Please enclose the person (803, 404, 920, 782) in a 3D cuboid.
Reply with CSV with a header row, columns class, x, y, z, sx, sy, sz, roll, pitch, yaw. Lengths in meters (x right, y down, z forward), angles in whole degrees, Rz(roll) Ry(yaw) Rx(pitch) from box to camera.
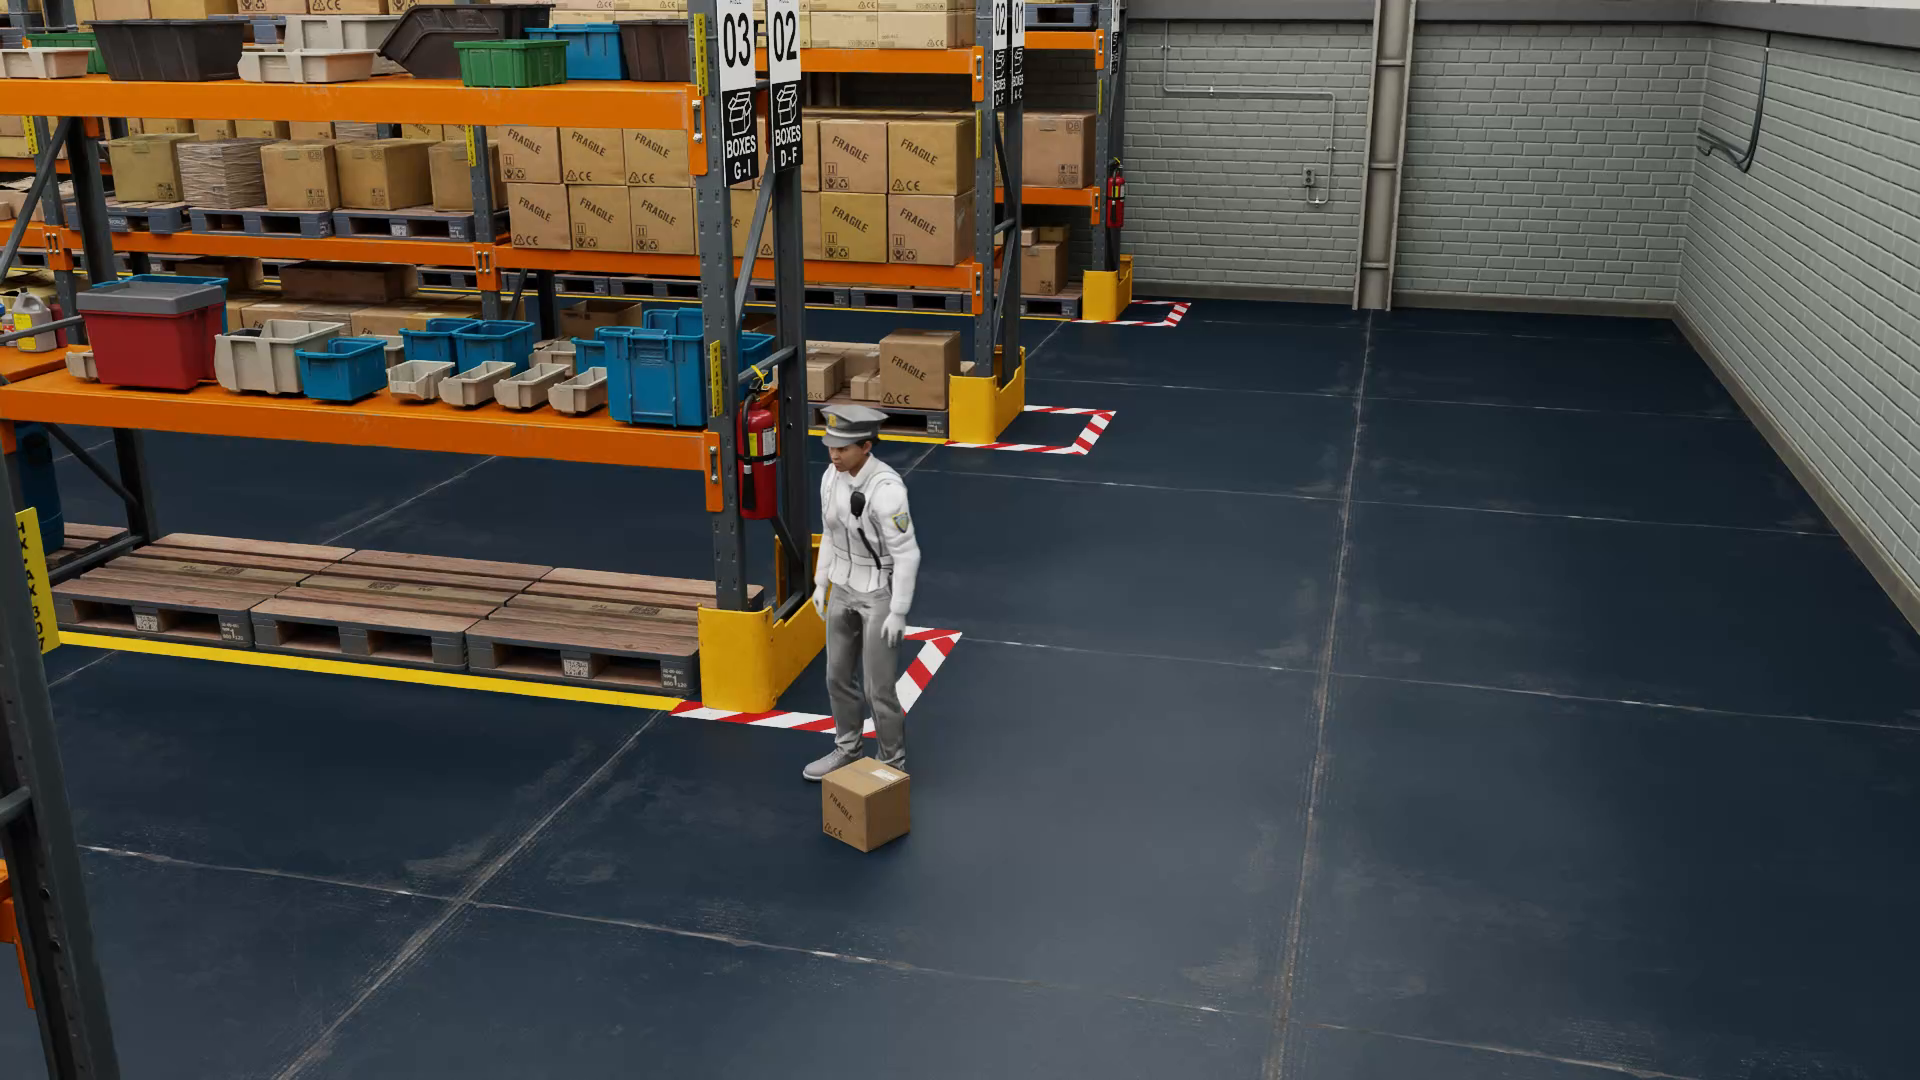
class,x,y,z,sx,sy,sz,roll,pitch,yaw
person,-0.394,0.248,6.807,0.533,1.663,0.378,17,25,42
